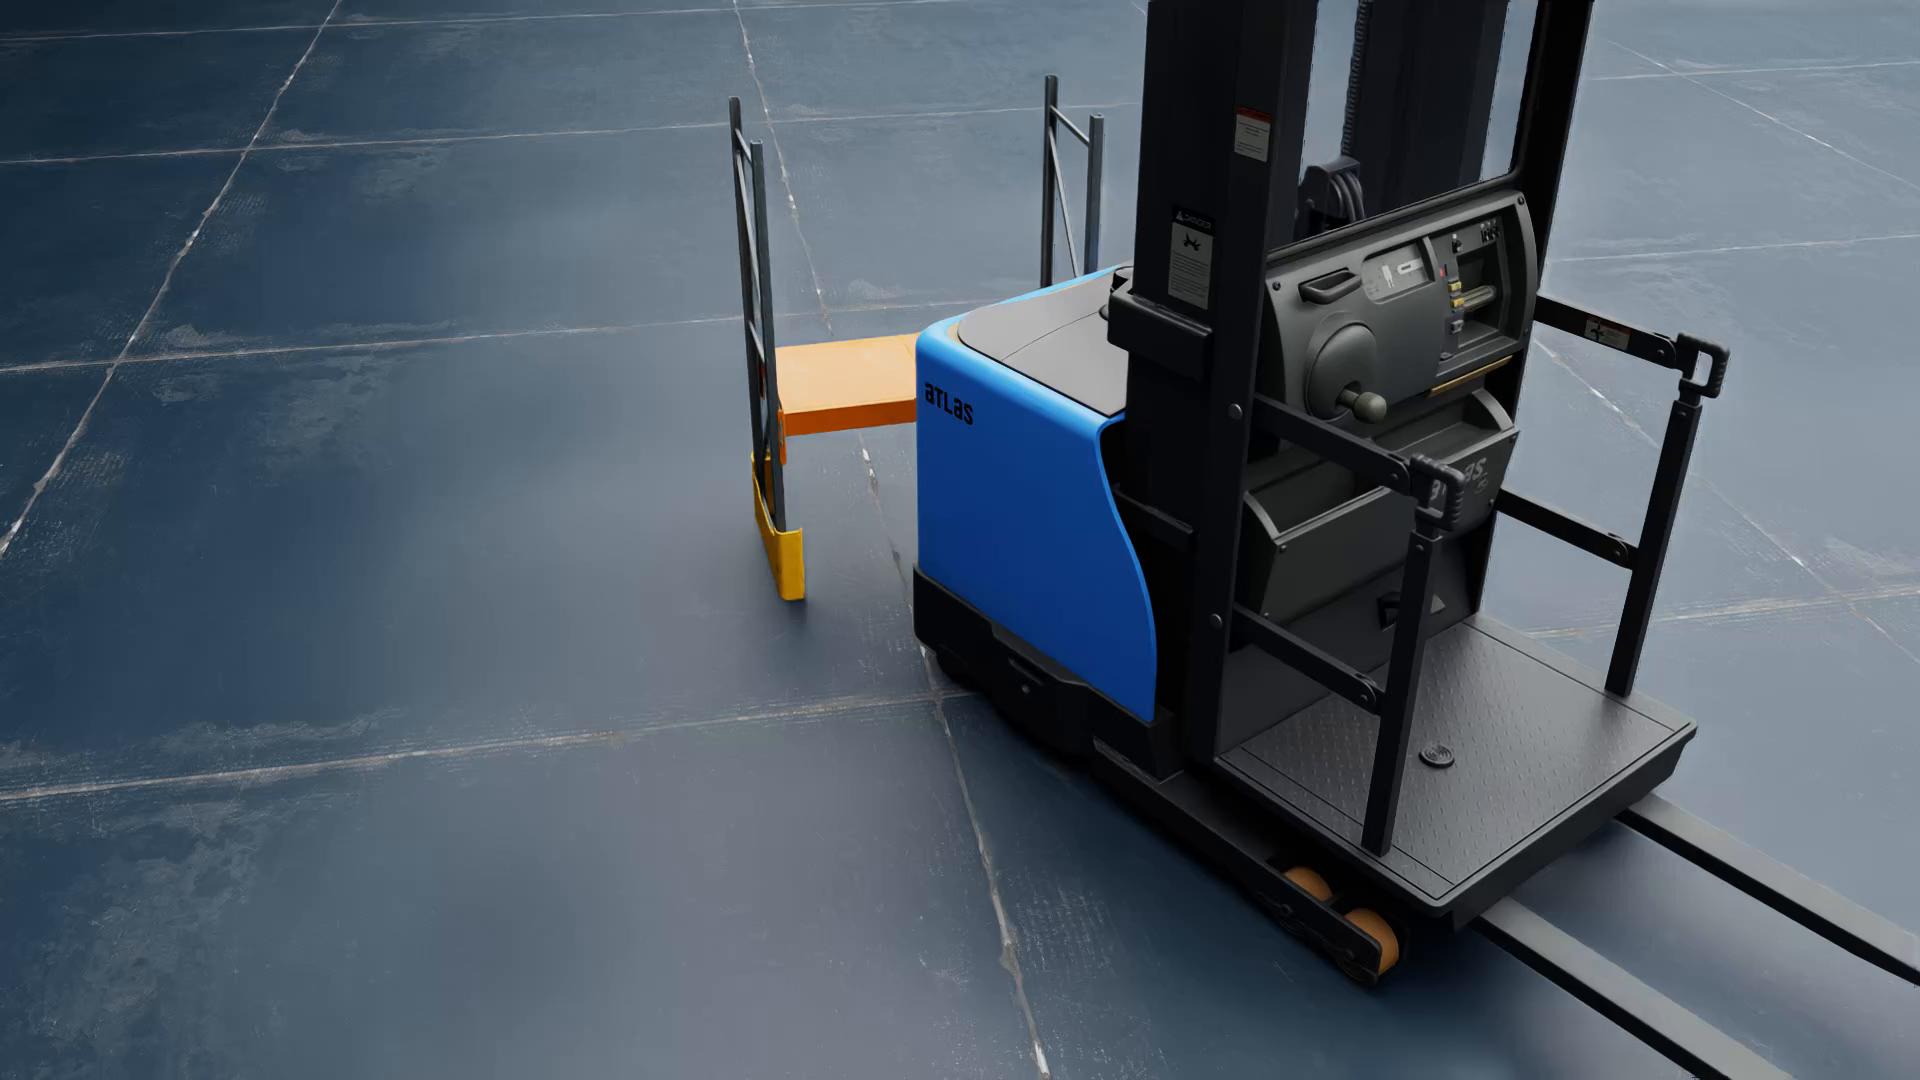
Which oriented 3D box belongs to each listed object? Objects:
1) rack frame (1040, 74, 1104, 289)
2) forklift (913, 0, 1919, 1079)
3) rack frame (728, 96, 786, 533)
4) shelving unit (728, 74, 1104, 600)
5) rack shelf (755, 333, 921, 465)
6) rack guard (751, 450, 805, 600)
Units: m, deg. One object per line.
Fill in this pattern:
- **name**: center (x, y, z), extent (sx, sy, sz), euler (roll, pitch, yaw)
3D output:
- **rack frame**: center (0.350, -0.724, 5.502), extent (0.032, 1.500, 0.500), euler (-7, 31, -12)
- **forklift**: center (1.173, -0.502, 3.713), extent (1.130, 2.935, 3.031), euler (-22, 37, -33)
- **rack frame**: center (-0.635, -0.595, 5.283), extent (0.032, 1.500, 0.500), euler (-7, 31, -12)
- **shelving unit**: center (-0.134, -0.661, 5.394), extent (1.083, 1.500, 0.587), euler (-7, 31, -12)
- **rack shelf**: center (-0.142, -0.505, 5.484), extent (1.000, 0.185, 0.538), euler (-7, 31, -12)
- **rack guard**: center (-0.616, -0.059, 5.604), extent (0.087, 0.250, 0.587), euler (-7, 31, -12)
